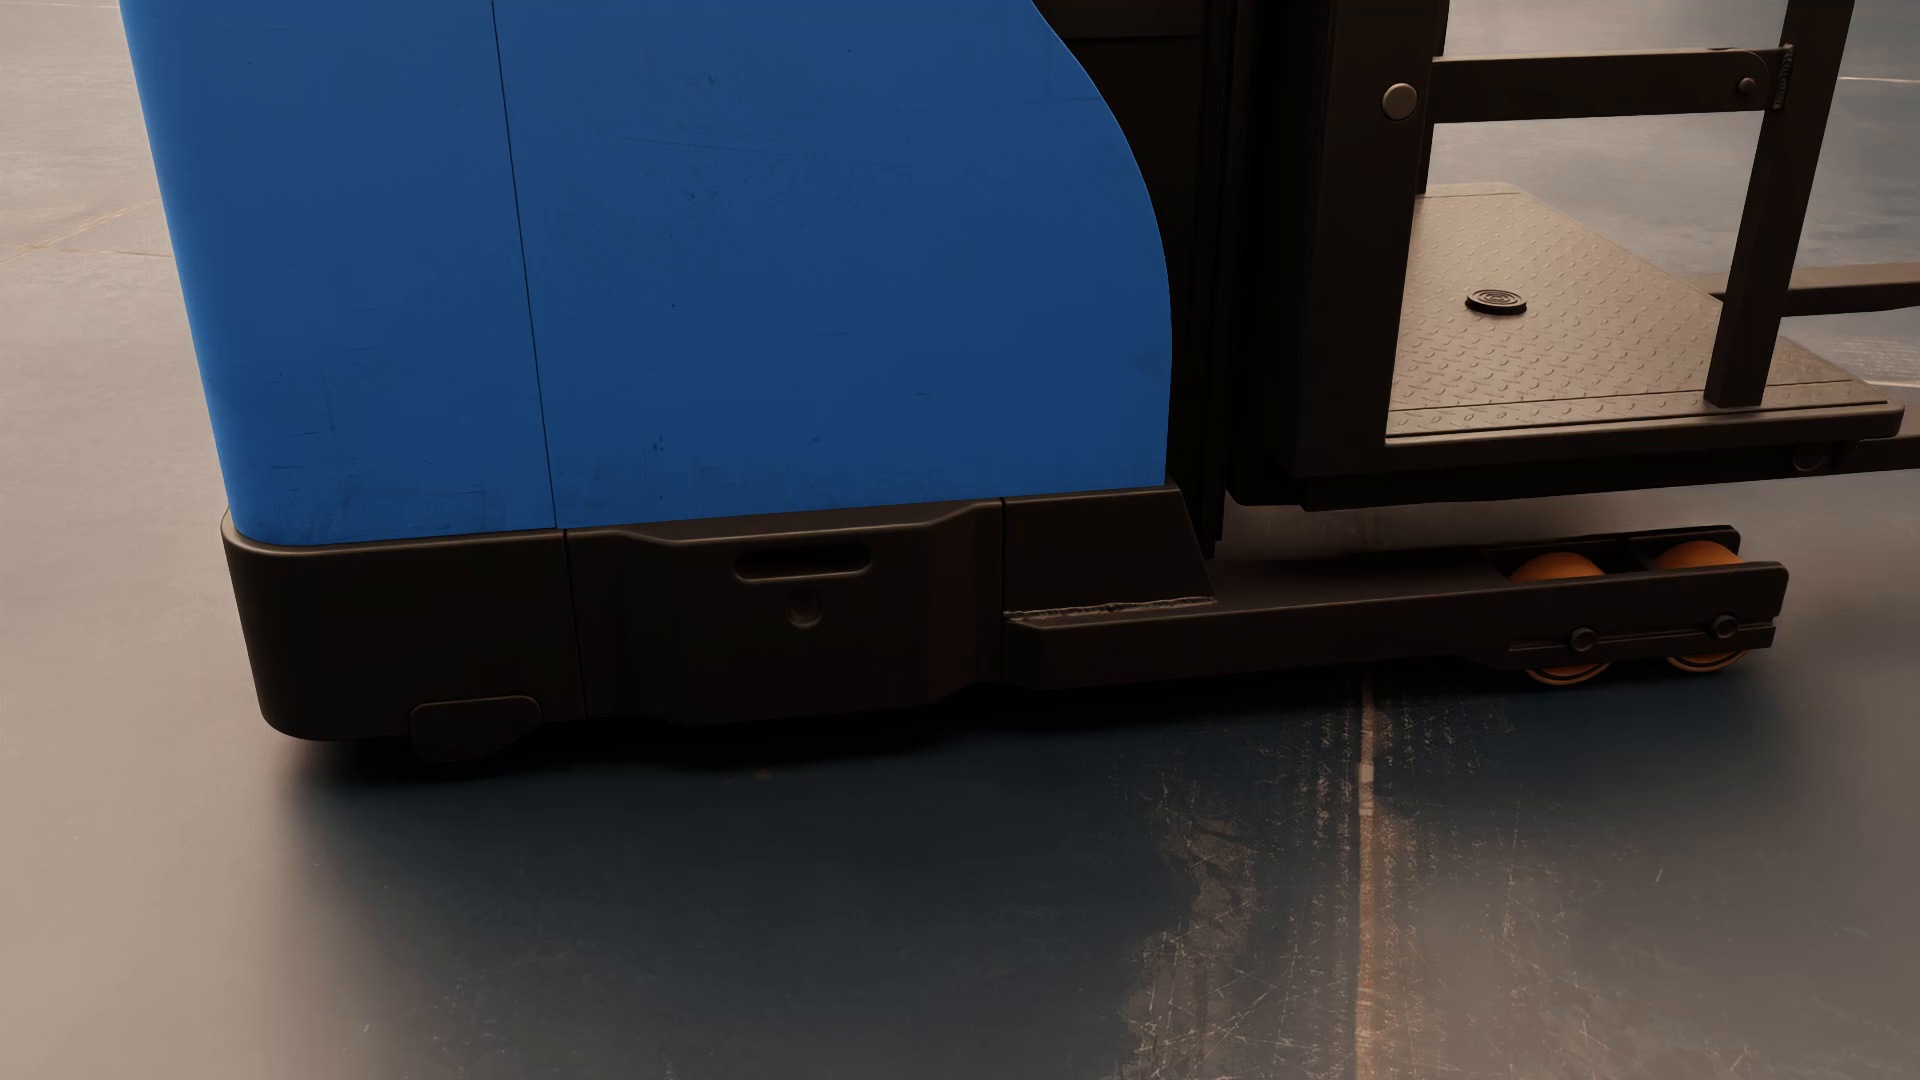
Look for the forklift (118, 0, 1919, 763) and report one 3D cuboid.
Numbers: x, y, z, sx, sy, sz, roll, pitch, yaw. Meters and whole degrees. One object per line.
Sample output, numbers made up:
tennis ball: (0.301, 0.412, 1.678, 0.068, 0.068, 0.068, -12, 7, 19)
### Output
forklift: (0.600, -1.354, 1.930, 3.031, 2.935, 1.130, -4, 27, -9)
